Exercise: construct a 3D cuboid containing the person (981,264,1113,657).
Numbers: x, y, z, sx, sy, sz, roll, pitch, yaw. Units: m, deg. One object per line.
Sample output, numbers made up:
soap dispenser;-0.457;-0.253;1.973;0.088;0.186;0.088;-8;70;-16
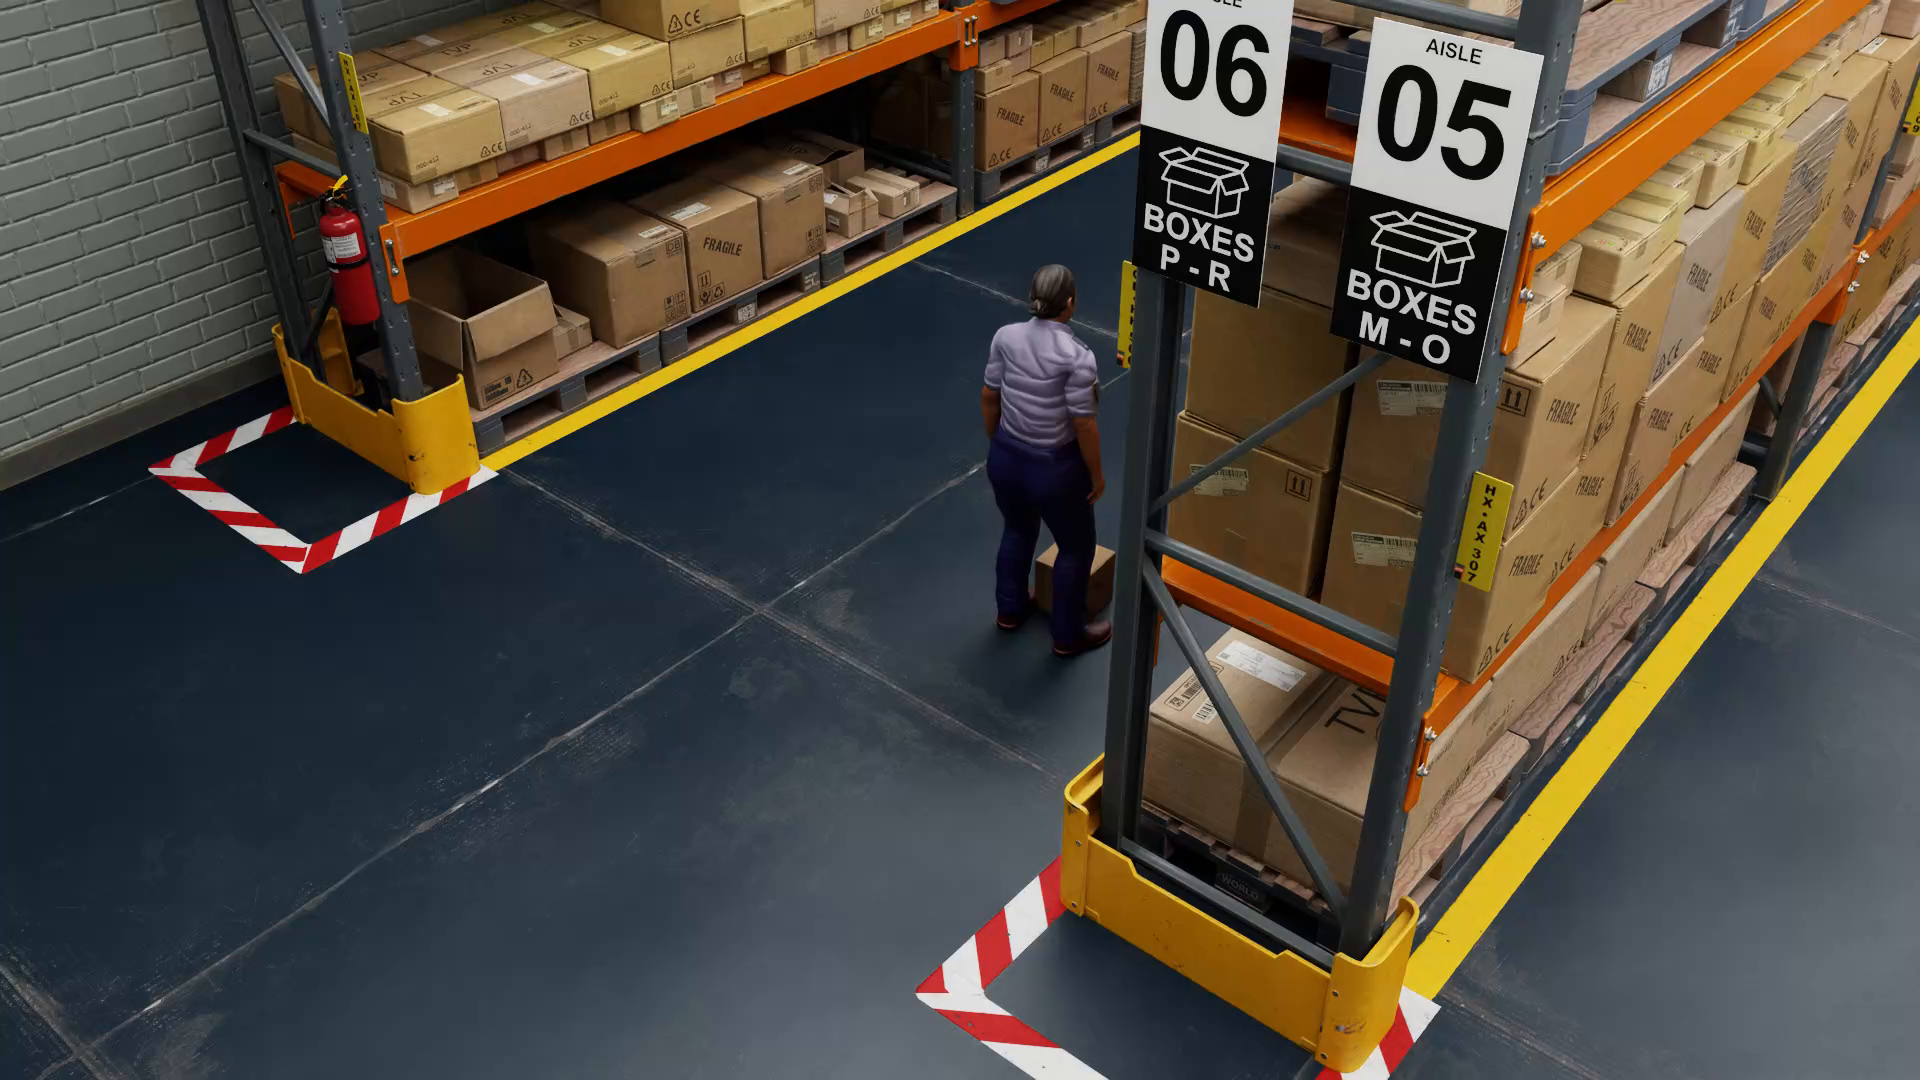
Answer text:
person;0.341;-0.300;6.577;0.561;1.651;0.376;23;41;29
